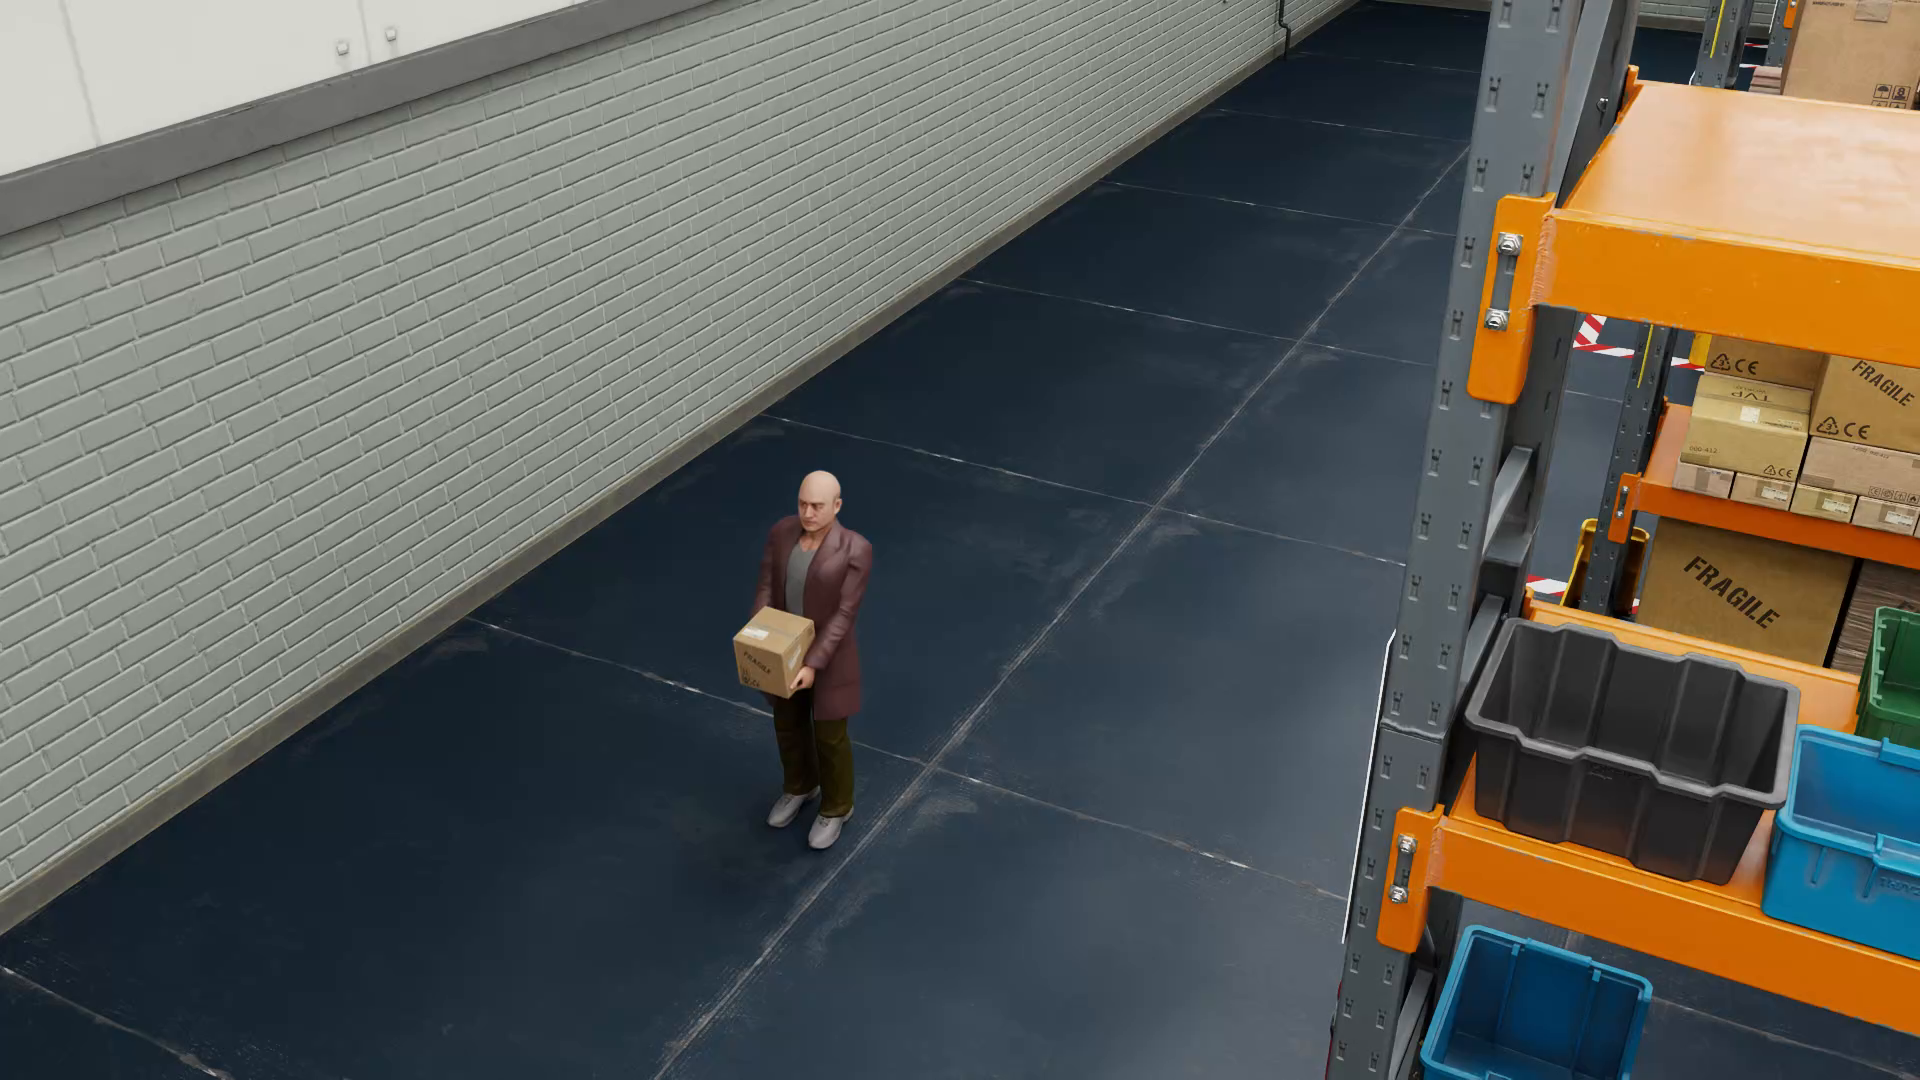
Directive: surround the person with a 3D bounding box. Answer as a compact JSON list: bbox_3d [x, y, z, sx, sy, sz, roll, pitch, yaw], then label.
[{"bbox_3d":[-0.637,0.523,7.396,0.644,1.772,0.429,12,32,21],"label":"person"}]
